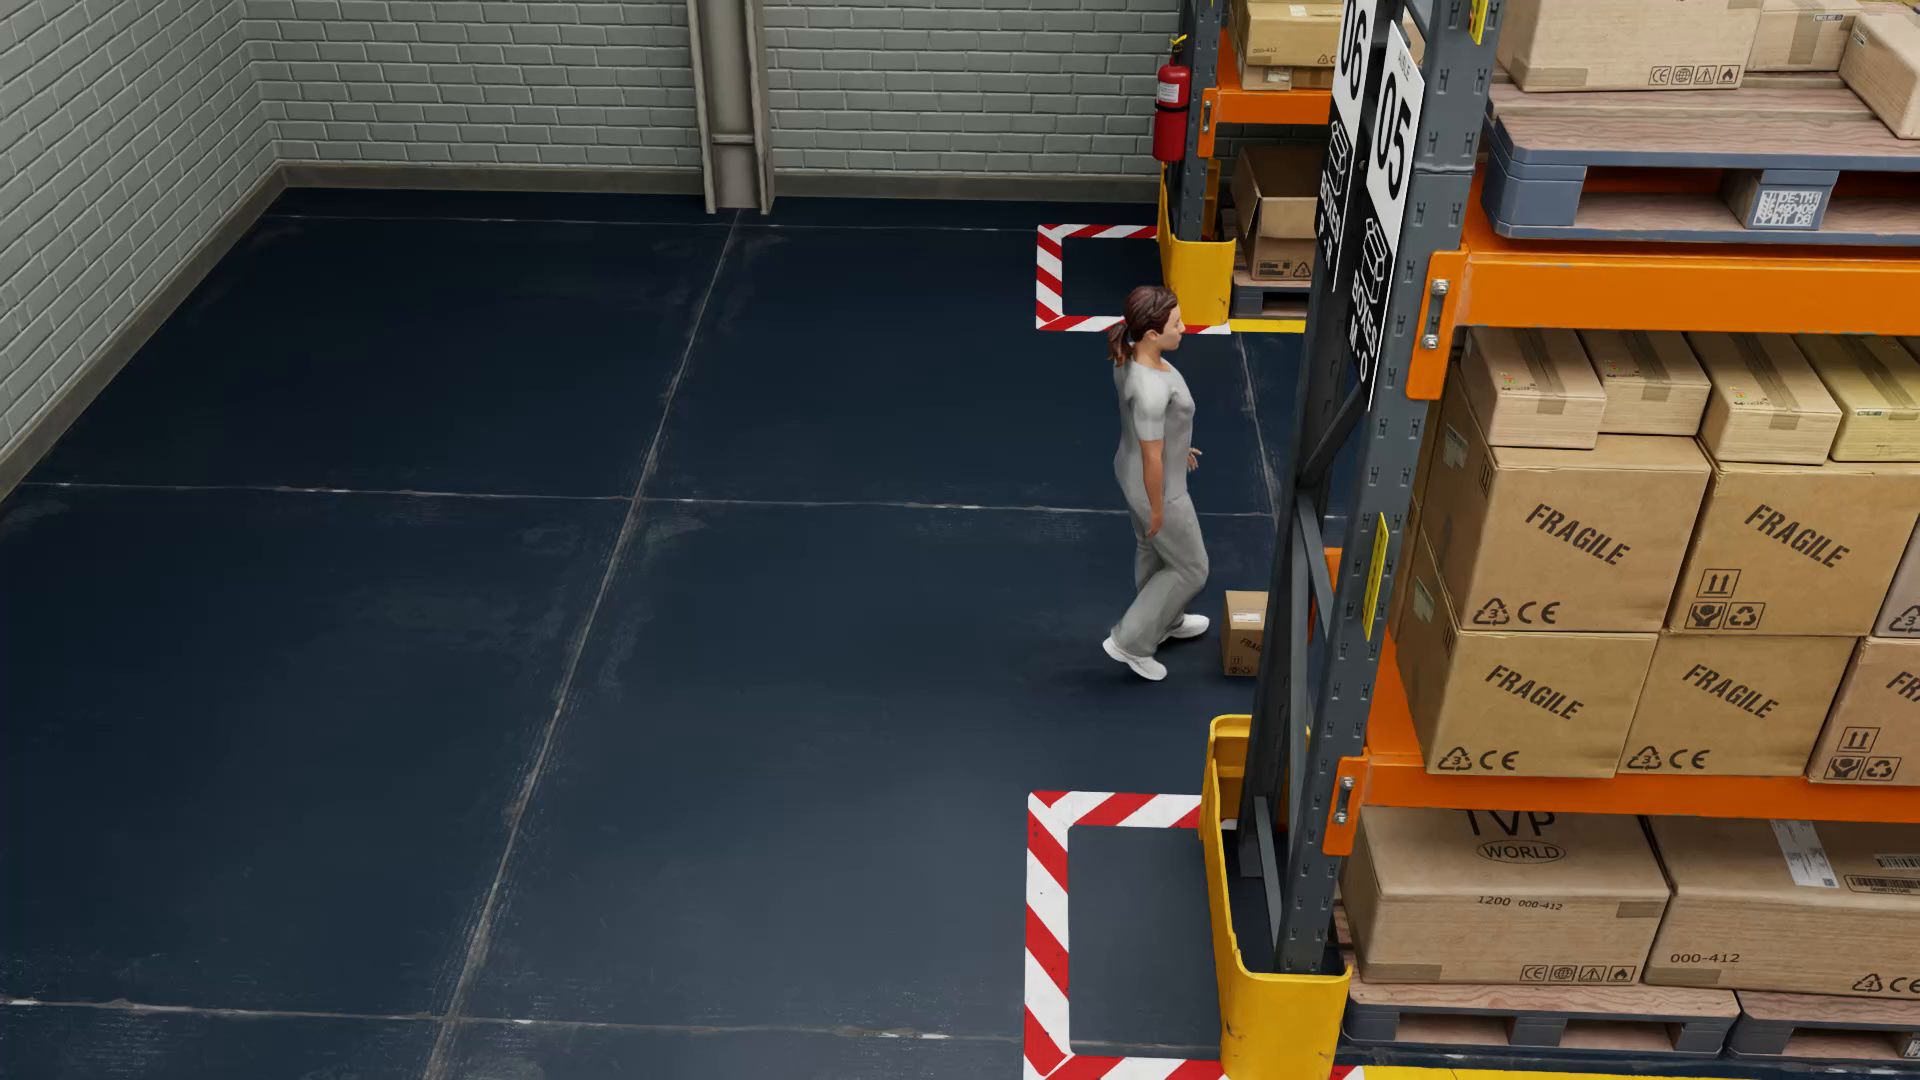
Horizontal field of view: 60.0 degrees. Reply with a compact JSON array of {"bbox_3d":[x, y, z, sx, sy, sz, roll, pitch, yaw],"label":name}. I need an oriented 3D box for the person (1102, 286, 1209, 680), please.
[{"bbox_3d":[0.794,-0.218,6.439,0.538,1.685,0.464,-5,36,-7],"label":"person"}]
